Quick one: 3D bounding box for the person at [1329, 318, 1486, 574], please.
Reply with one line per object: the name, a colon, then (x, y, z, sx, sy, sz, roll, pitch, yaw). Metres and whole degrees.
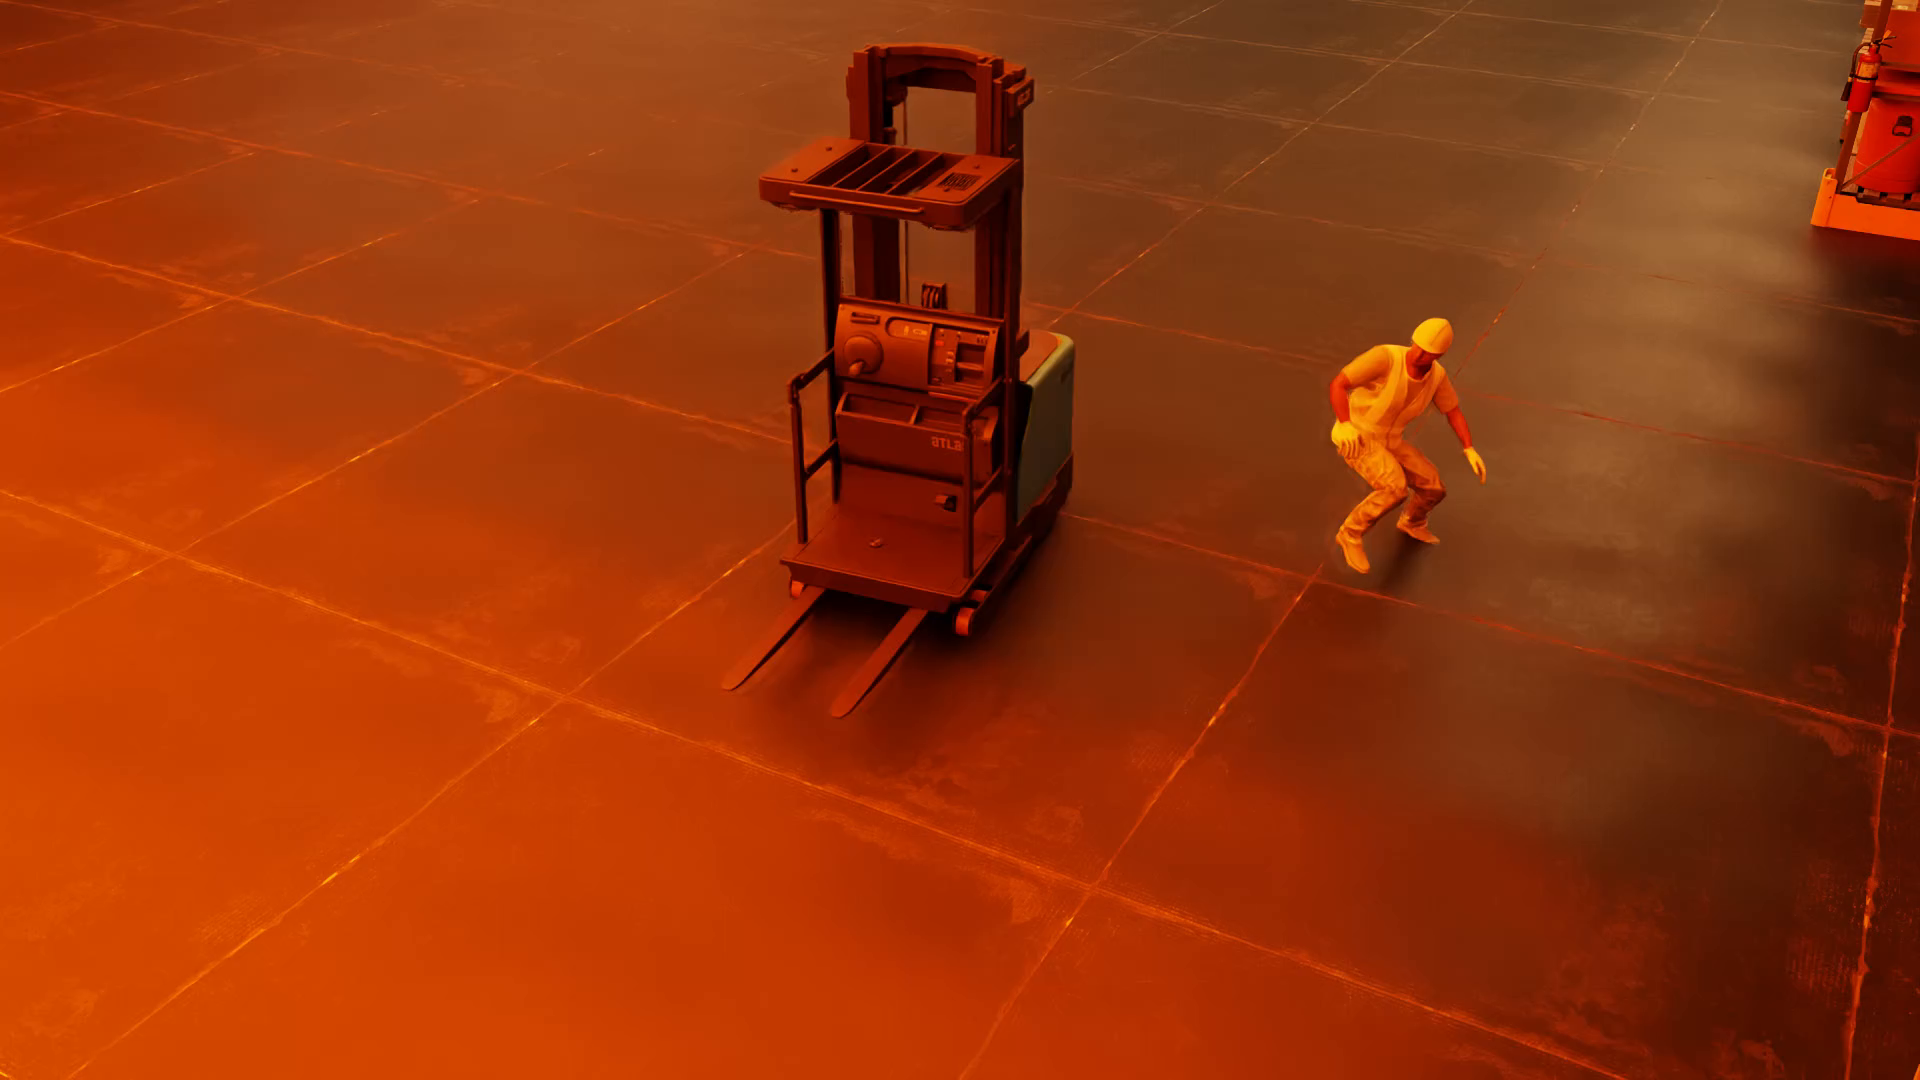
person: (2.517, -0.548, 9.492, 0.841, 1.538, 0.696, -17, 34, -27)

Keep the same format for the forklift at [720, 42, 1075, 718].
forklift: (-0.317, -0.978, 8.765, 1.130, 2.935, 3.031, 11, 32, 19)
